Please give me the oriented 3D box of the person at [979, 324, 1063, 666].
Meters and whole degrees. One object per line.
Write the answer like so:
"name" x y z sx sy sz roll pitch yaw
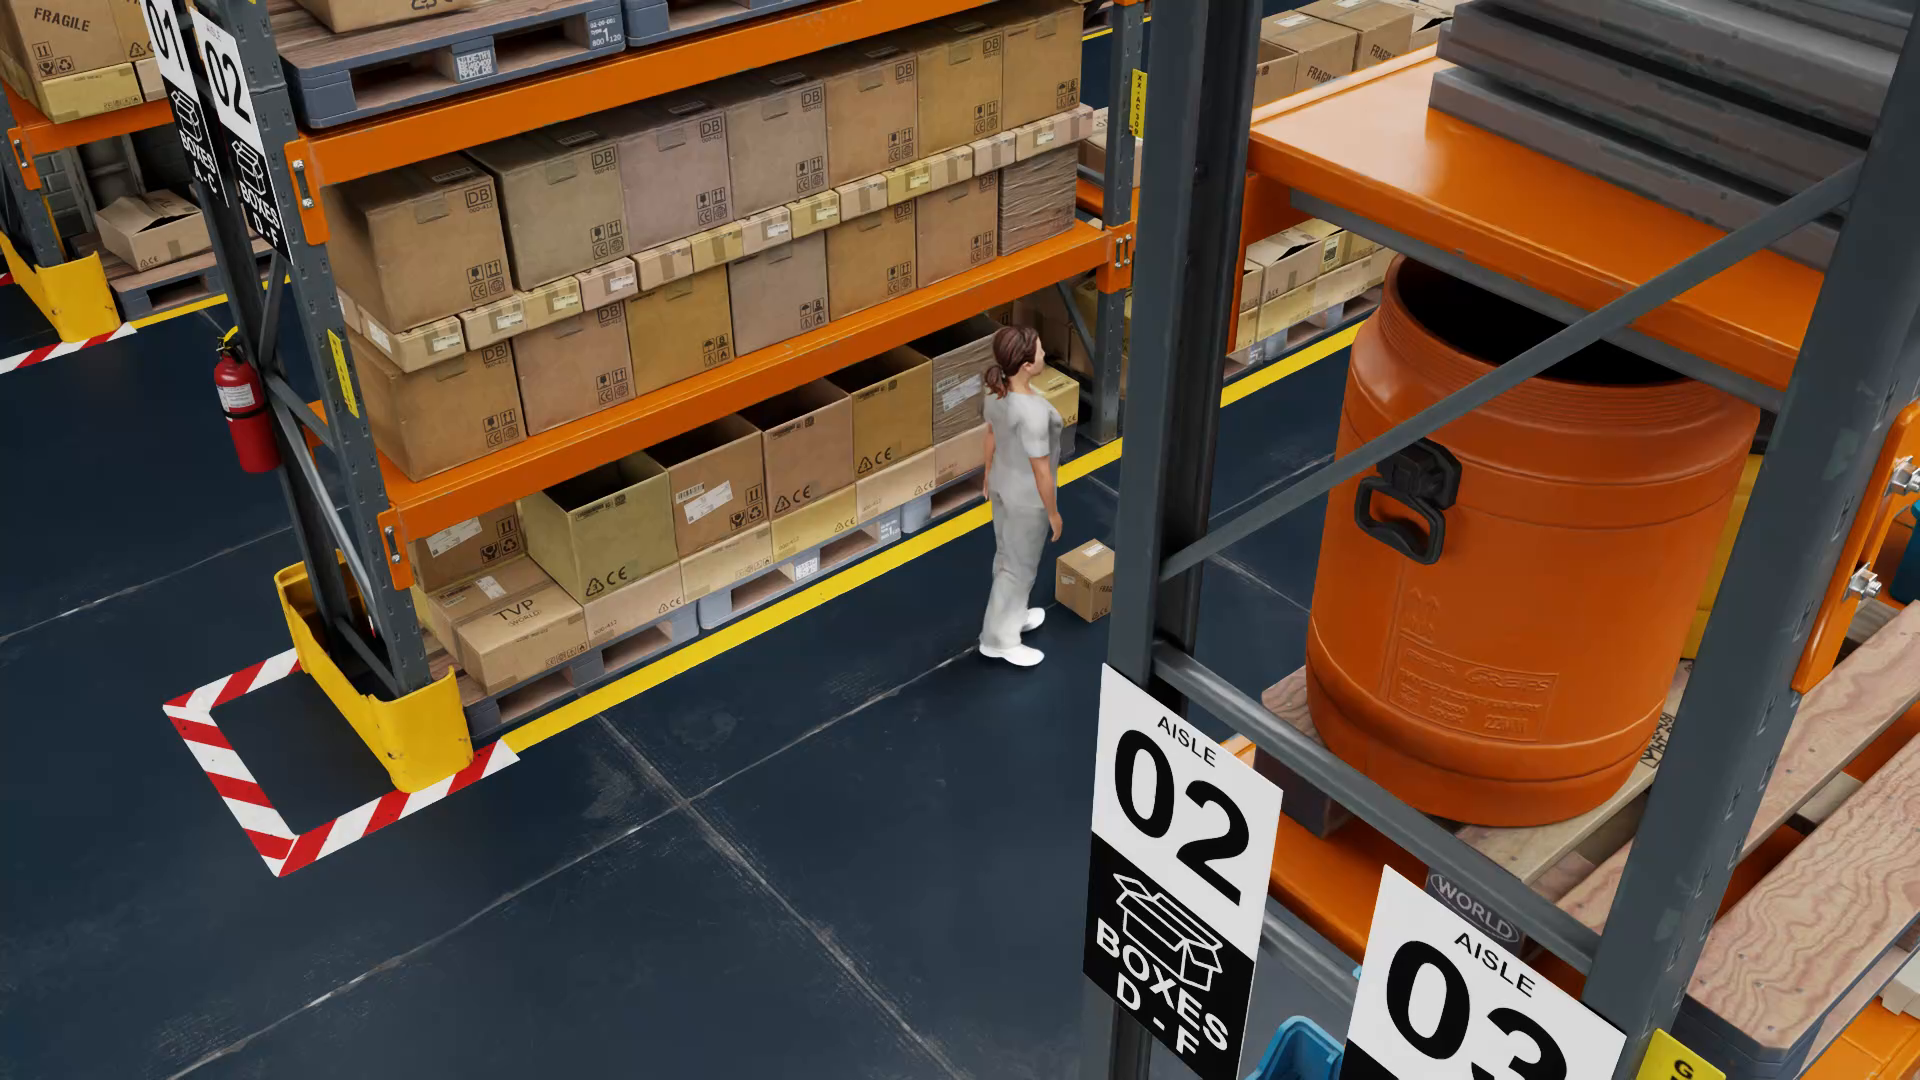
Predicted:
"person" 0.266 -0.196 7.324 0.406 1.668 0.494 -16 39 -21
